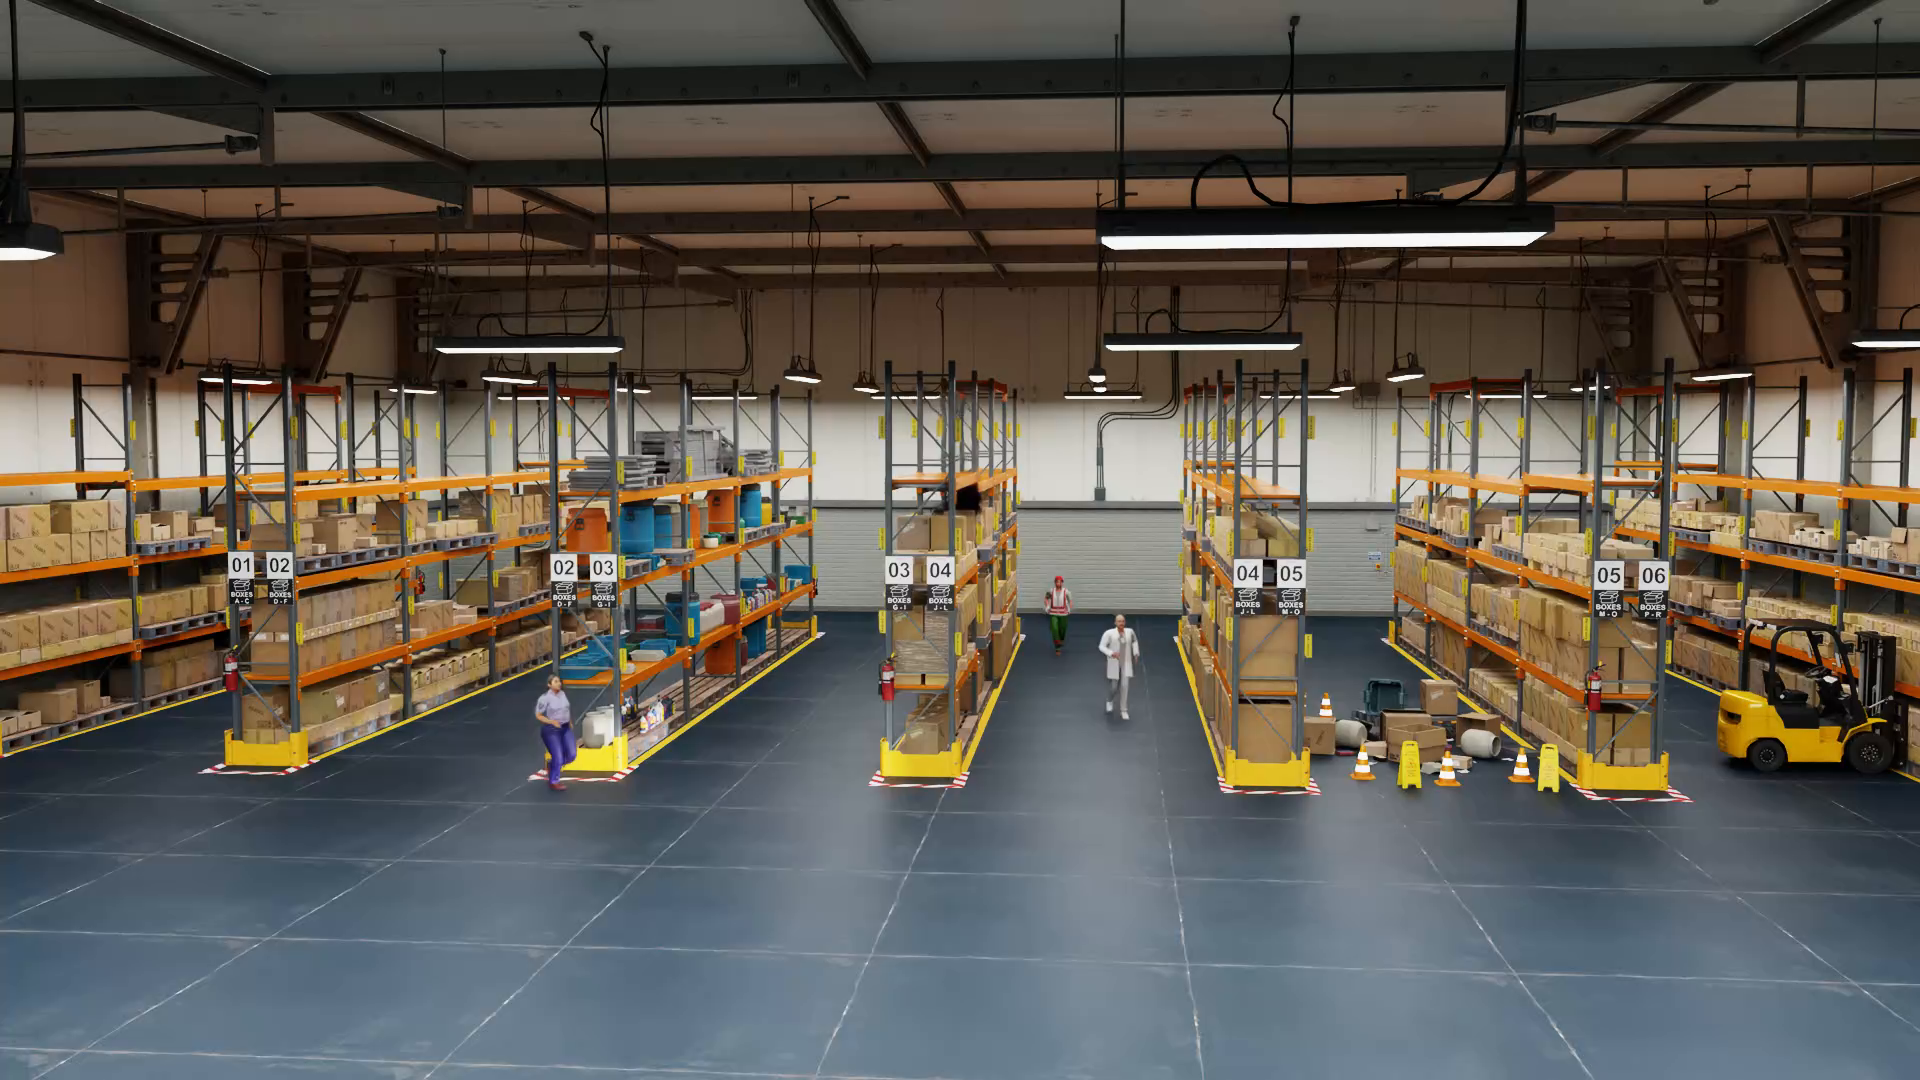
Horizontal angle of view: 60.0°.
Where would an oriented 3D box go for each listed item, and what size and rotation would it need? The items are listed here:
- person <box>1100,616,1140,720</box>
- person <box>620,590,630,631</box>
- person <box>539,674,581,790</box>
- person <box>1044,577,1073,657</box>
[{"bbox_3d":[2.801,2.208,29.104,0.736,1.781,0.882,-1,4,-9],"label":"person"},{"bbox_3d":[-8.626,1.410,41.903,0.881,1.697,0.634,1,4,17],"label":"person"},{"bbox_3d":[-5.557,2.678,23.178,0.536,1.594,0.599,3,5,34],"label":"person"},{"bbox_3d":[2.194,1.693,37.155,0.655,1.761,0.764,0,4,6],"label":"person"}]
